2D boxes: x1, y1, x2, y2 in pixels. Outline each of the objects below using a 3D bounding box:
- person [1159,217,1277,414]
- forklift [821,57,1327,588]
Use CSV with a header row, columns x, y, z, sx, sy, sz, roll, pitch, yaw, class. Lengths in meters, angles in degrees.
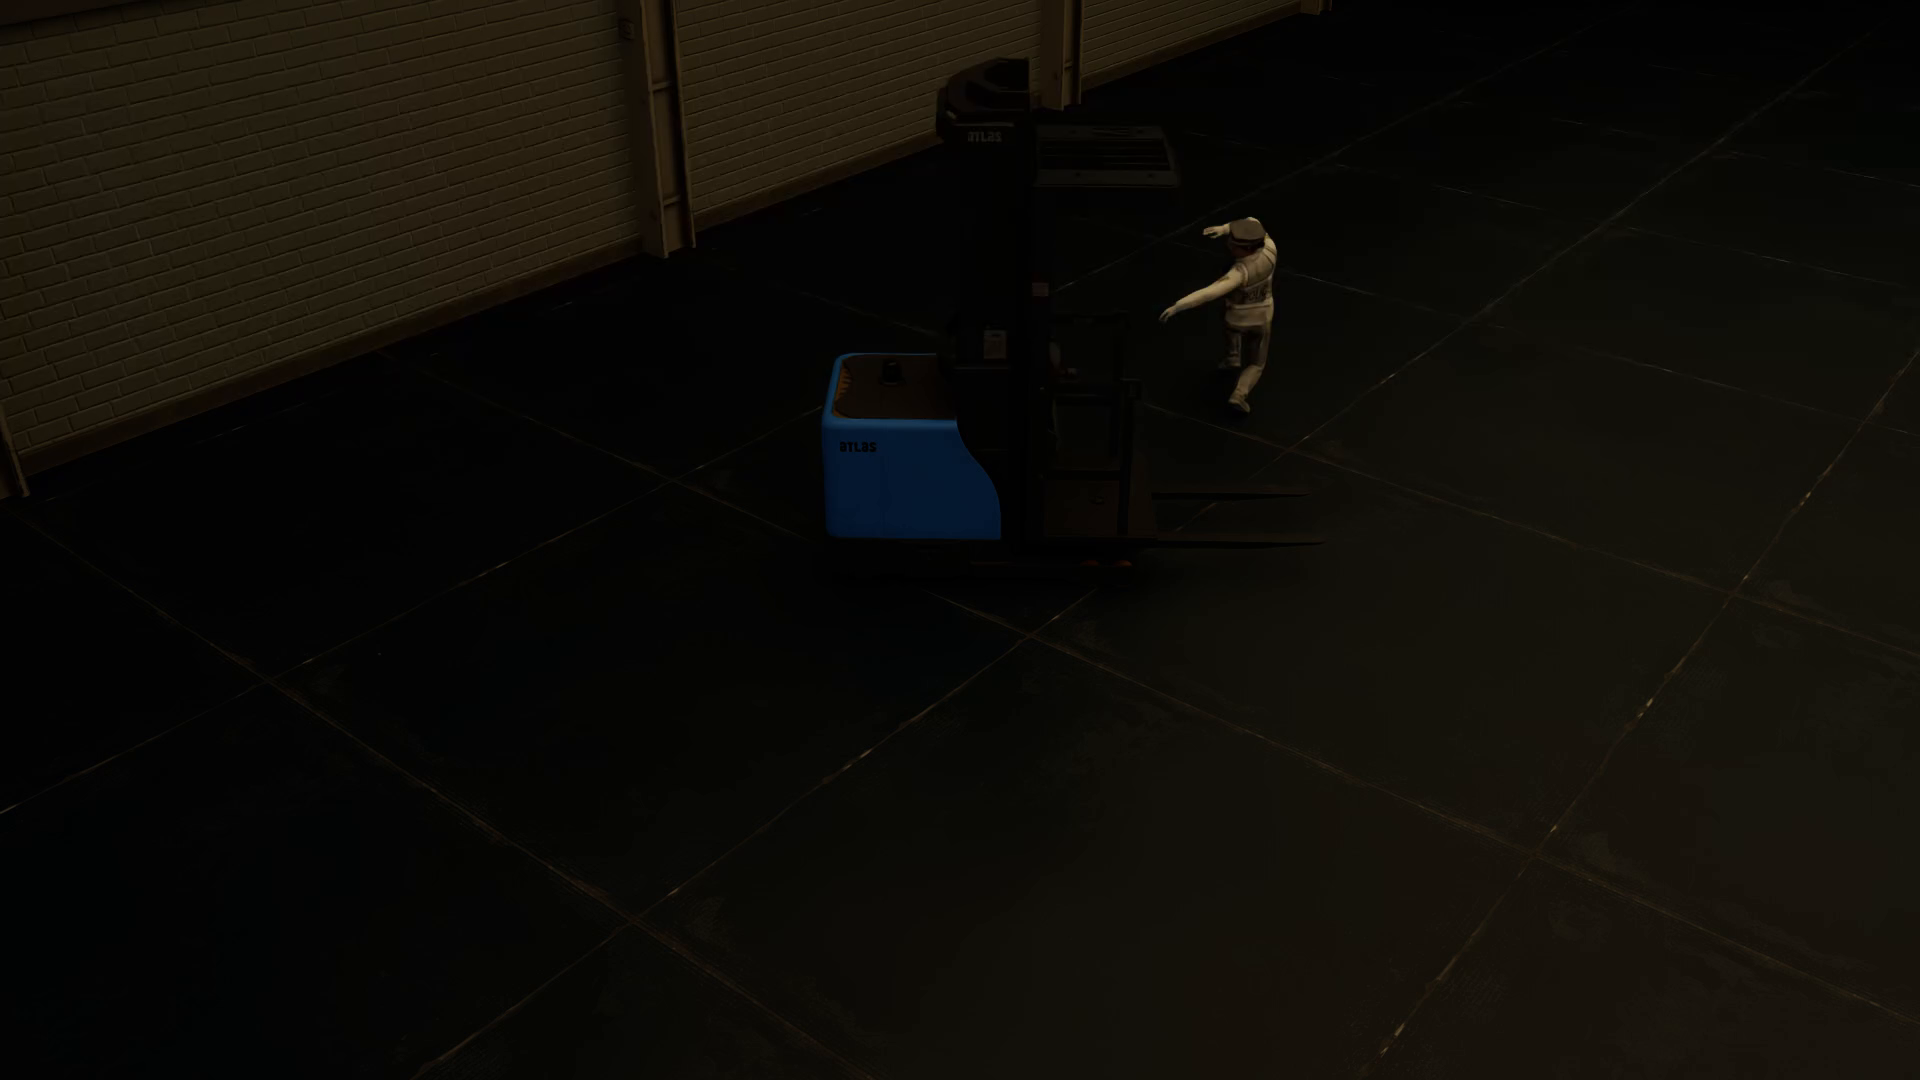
x,y,z,sx,sy,sz,roll,pitch,yaw,class
1.818,-1.669,11.998,0.889,1.378,0.931,-2,30,-3,person
0.709,-1.249,9.733,3.031,2.935,1.130,1,30,1,forklift
